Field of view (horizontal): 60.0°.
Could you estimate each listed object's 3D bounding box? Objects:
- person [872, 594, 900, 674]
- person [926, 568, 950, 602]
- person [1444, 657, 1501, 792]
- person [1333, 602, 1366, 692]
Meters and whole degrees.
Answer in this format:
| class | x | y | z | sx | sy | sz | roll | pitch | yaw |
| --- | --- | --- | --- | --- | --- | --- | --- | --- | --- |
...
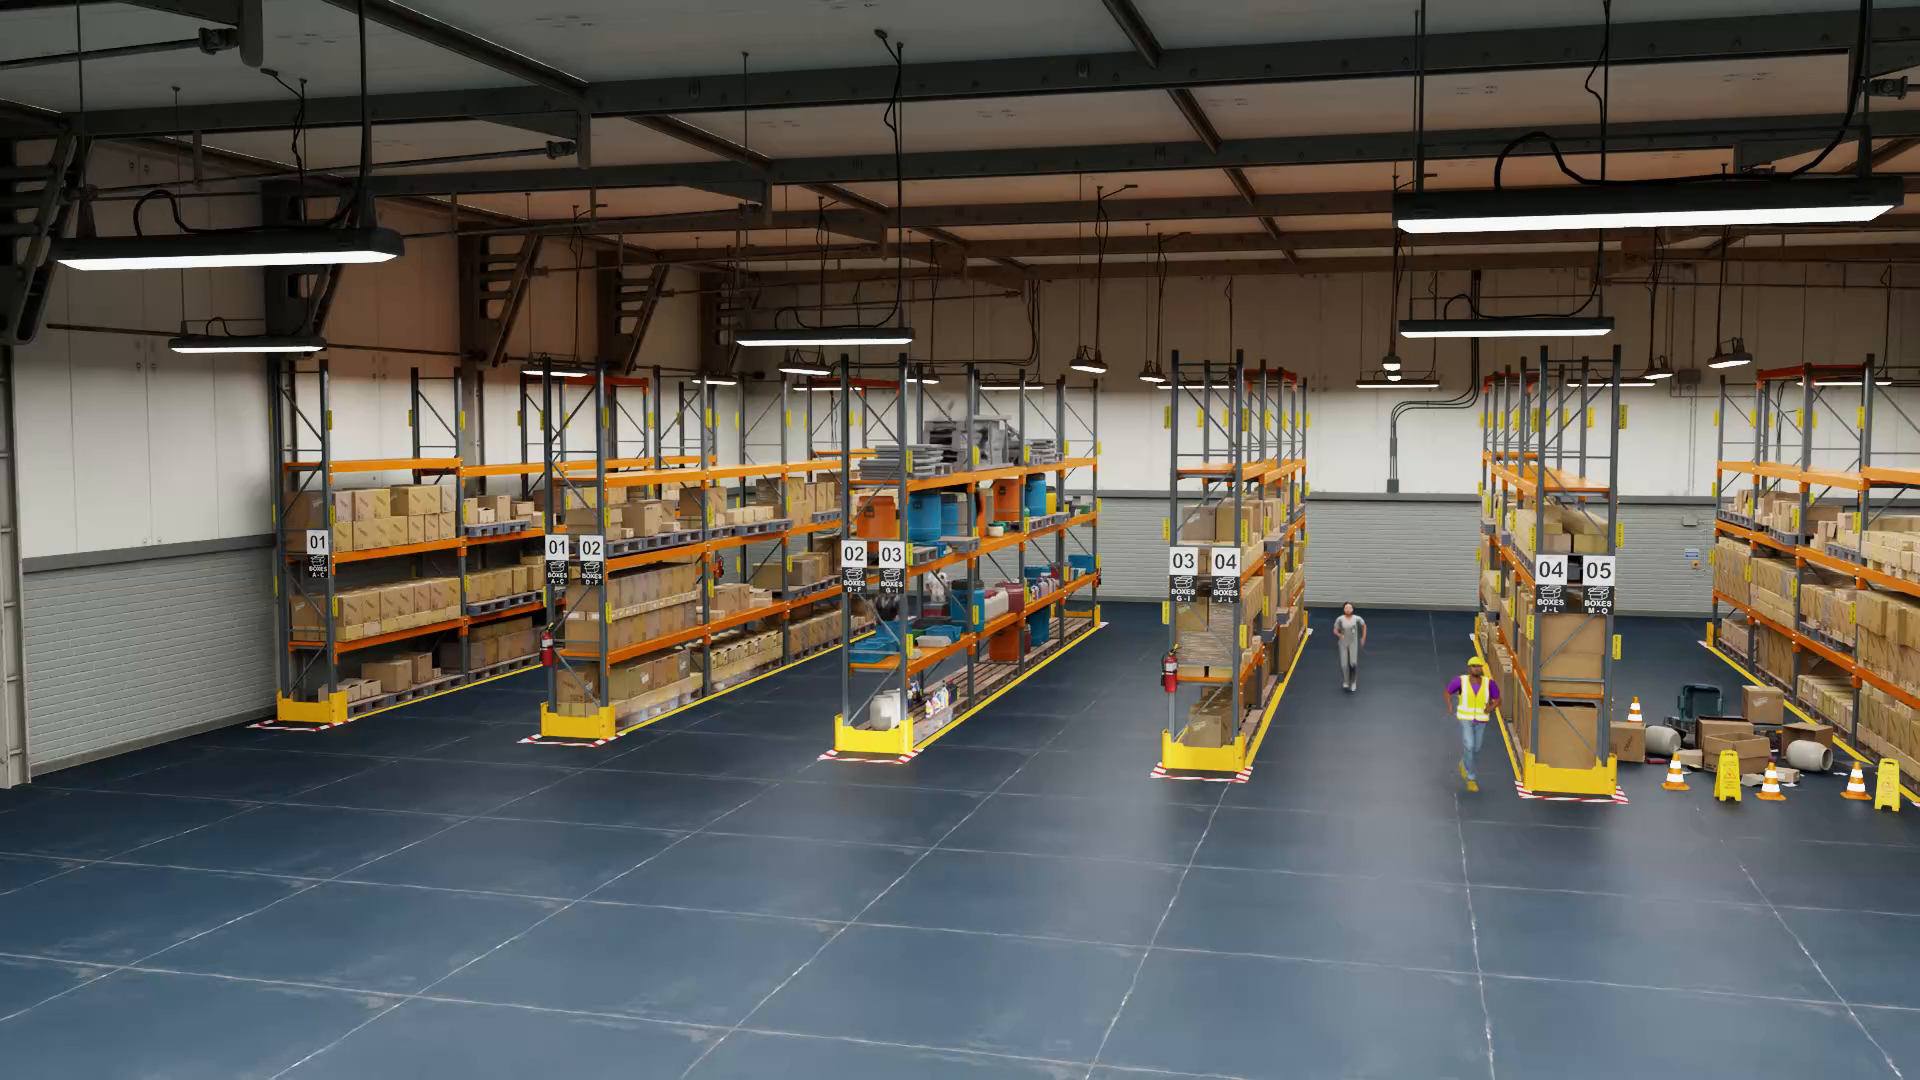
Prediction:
| class | x | y | z | sx | sy | sz | roll | pitch | yaw |
| --- | --- | --- | --- | --- | --- | --- | --- | --- | --- |
| person | -1.356 | 1.642 | 31.019 | 0.676 | 1.709 | 0.538 | 1 | 4 | 15 |
| person | -0.539 | 1.327 | 39.528 | 0.578 | 1.664 | 0.571 | 0 | 4 | 6 |
| person | 7.037 | 2.490 | 22.768 | 0.747 | 1.801 | 0.865 | 0 | 4 | 6 |
| person | 7.184 | 1.974 | 30.680 | 0.592 | 1.678 | 0.661 | 1 | 4 | 14 |
